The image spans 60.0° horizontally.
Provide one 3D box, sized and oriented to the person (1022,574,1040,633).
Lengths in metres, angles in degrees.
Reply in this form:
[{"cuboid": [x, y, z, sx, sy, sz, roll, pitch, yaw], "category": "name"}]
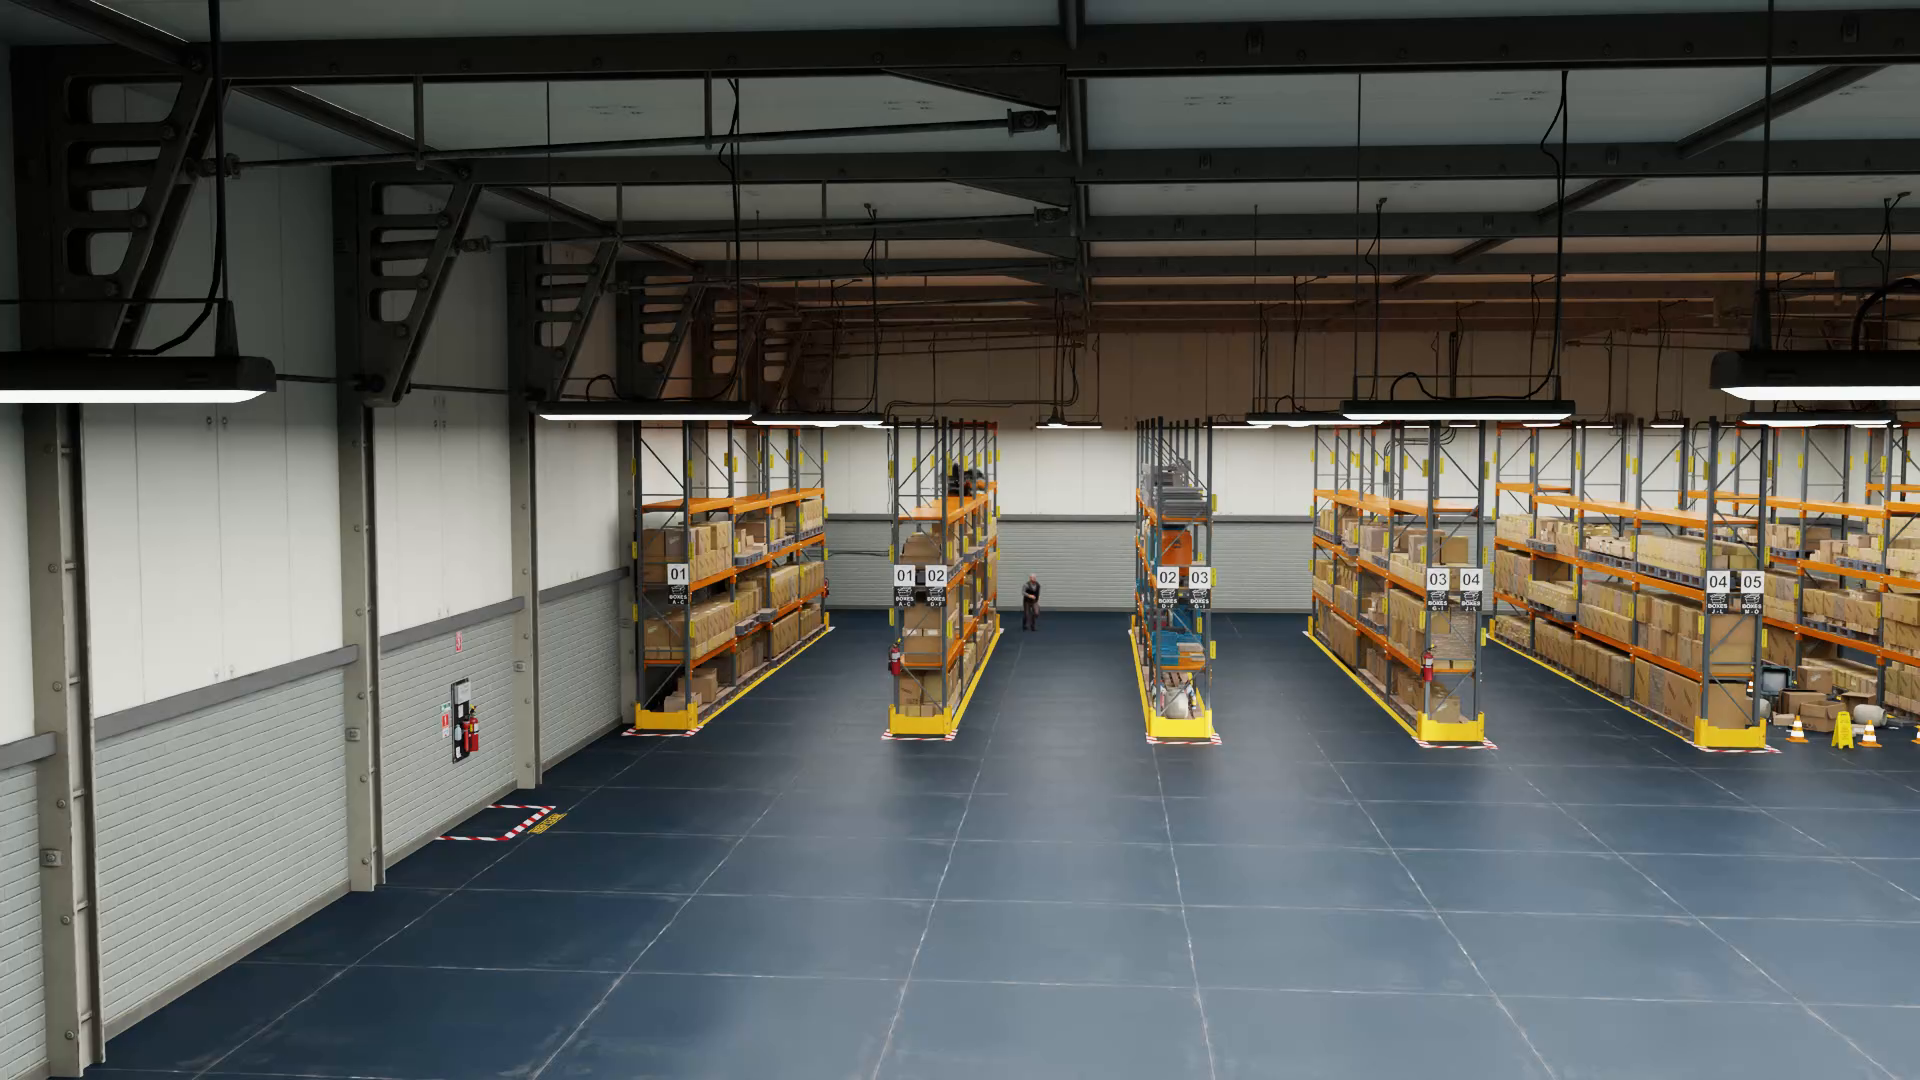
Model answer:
[{"cuboid": [2.025, 1.797, 47.519, 0.671, 1.703, 0.900, -1, 4, -20], "category": "person"}]
